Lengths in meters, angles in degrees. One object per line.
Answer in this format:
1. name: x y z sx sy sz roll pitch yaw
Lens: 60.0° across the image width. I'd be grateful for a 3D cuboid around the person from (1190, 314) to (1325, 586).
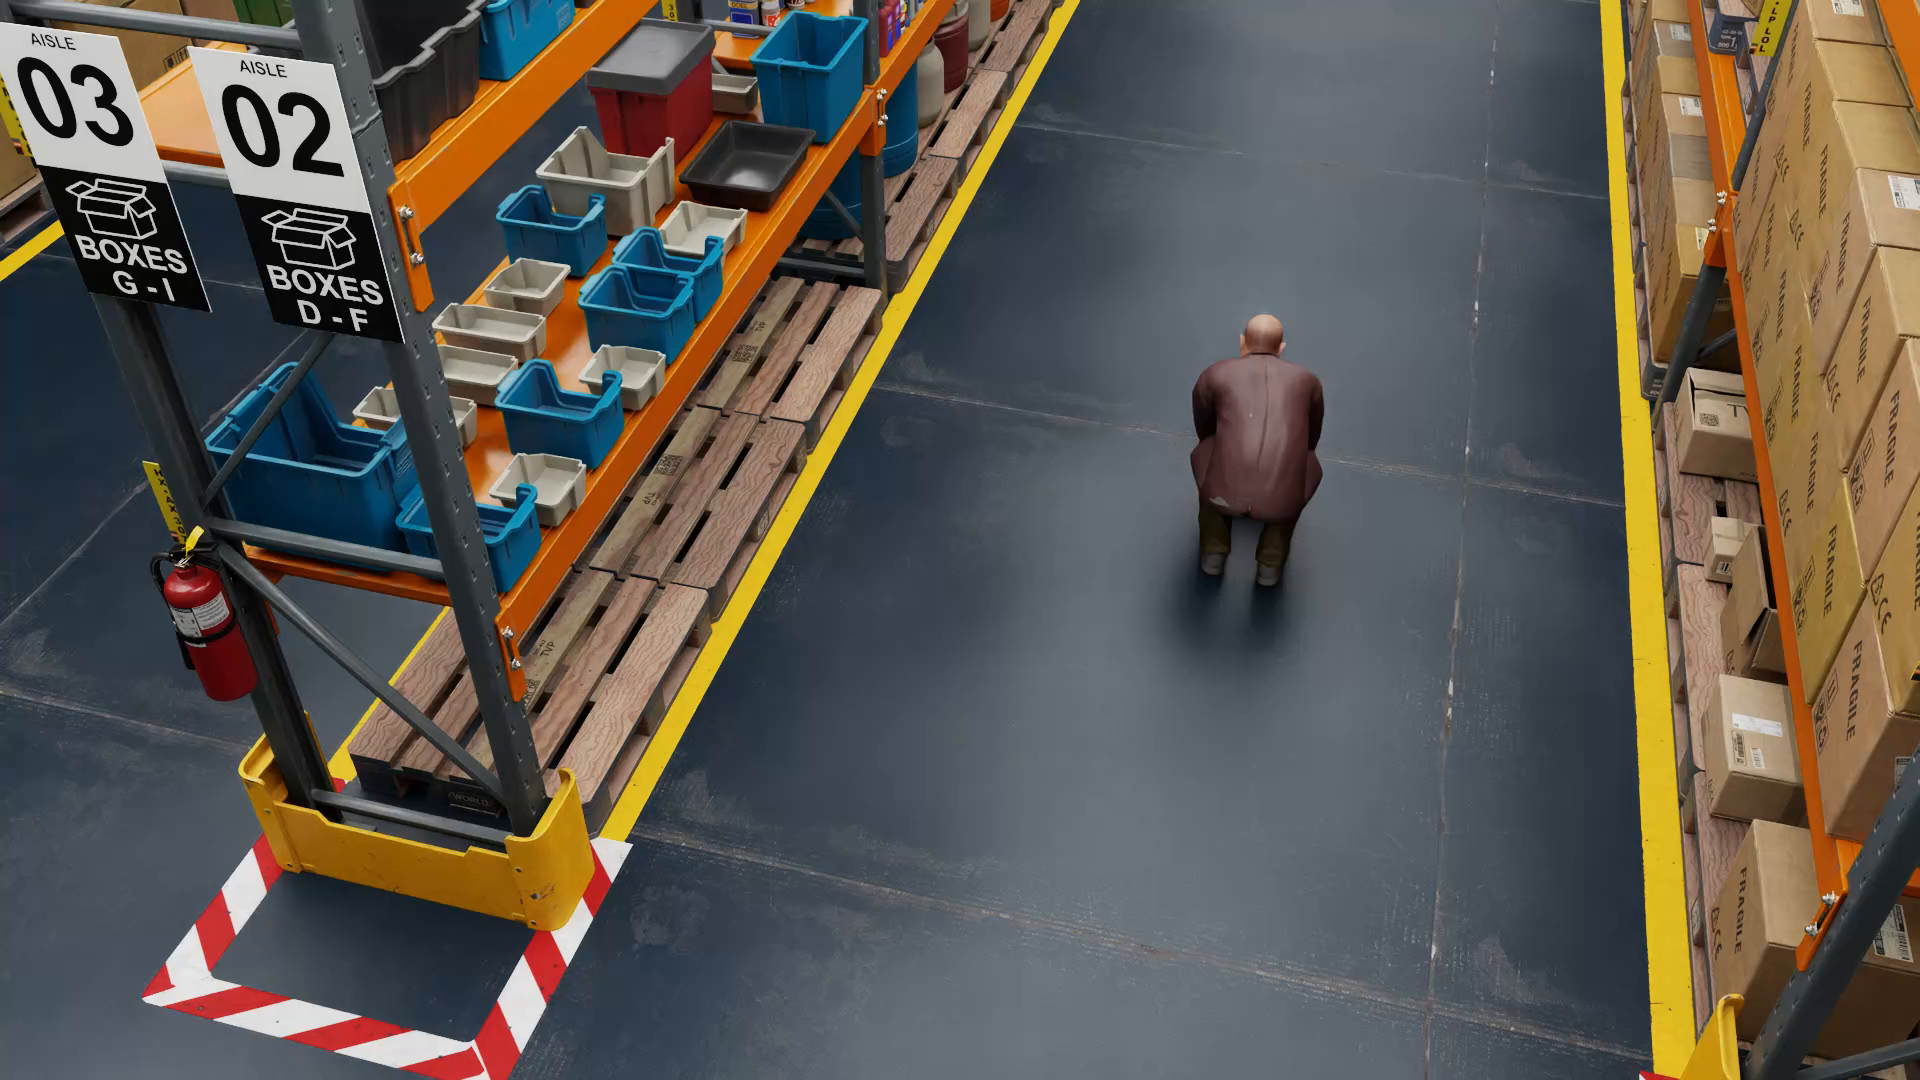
1. person: 1.280 -0.372 7.237 0.609 0.960 0.904 10 41 11
